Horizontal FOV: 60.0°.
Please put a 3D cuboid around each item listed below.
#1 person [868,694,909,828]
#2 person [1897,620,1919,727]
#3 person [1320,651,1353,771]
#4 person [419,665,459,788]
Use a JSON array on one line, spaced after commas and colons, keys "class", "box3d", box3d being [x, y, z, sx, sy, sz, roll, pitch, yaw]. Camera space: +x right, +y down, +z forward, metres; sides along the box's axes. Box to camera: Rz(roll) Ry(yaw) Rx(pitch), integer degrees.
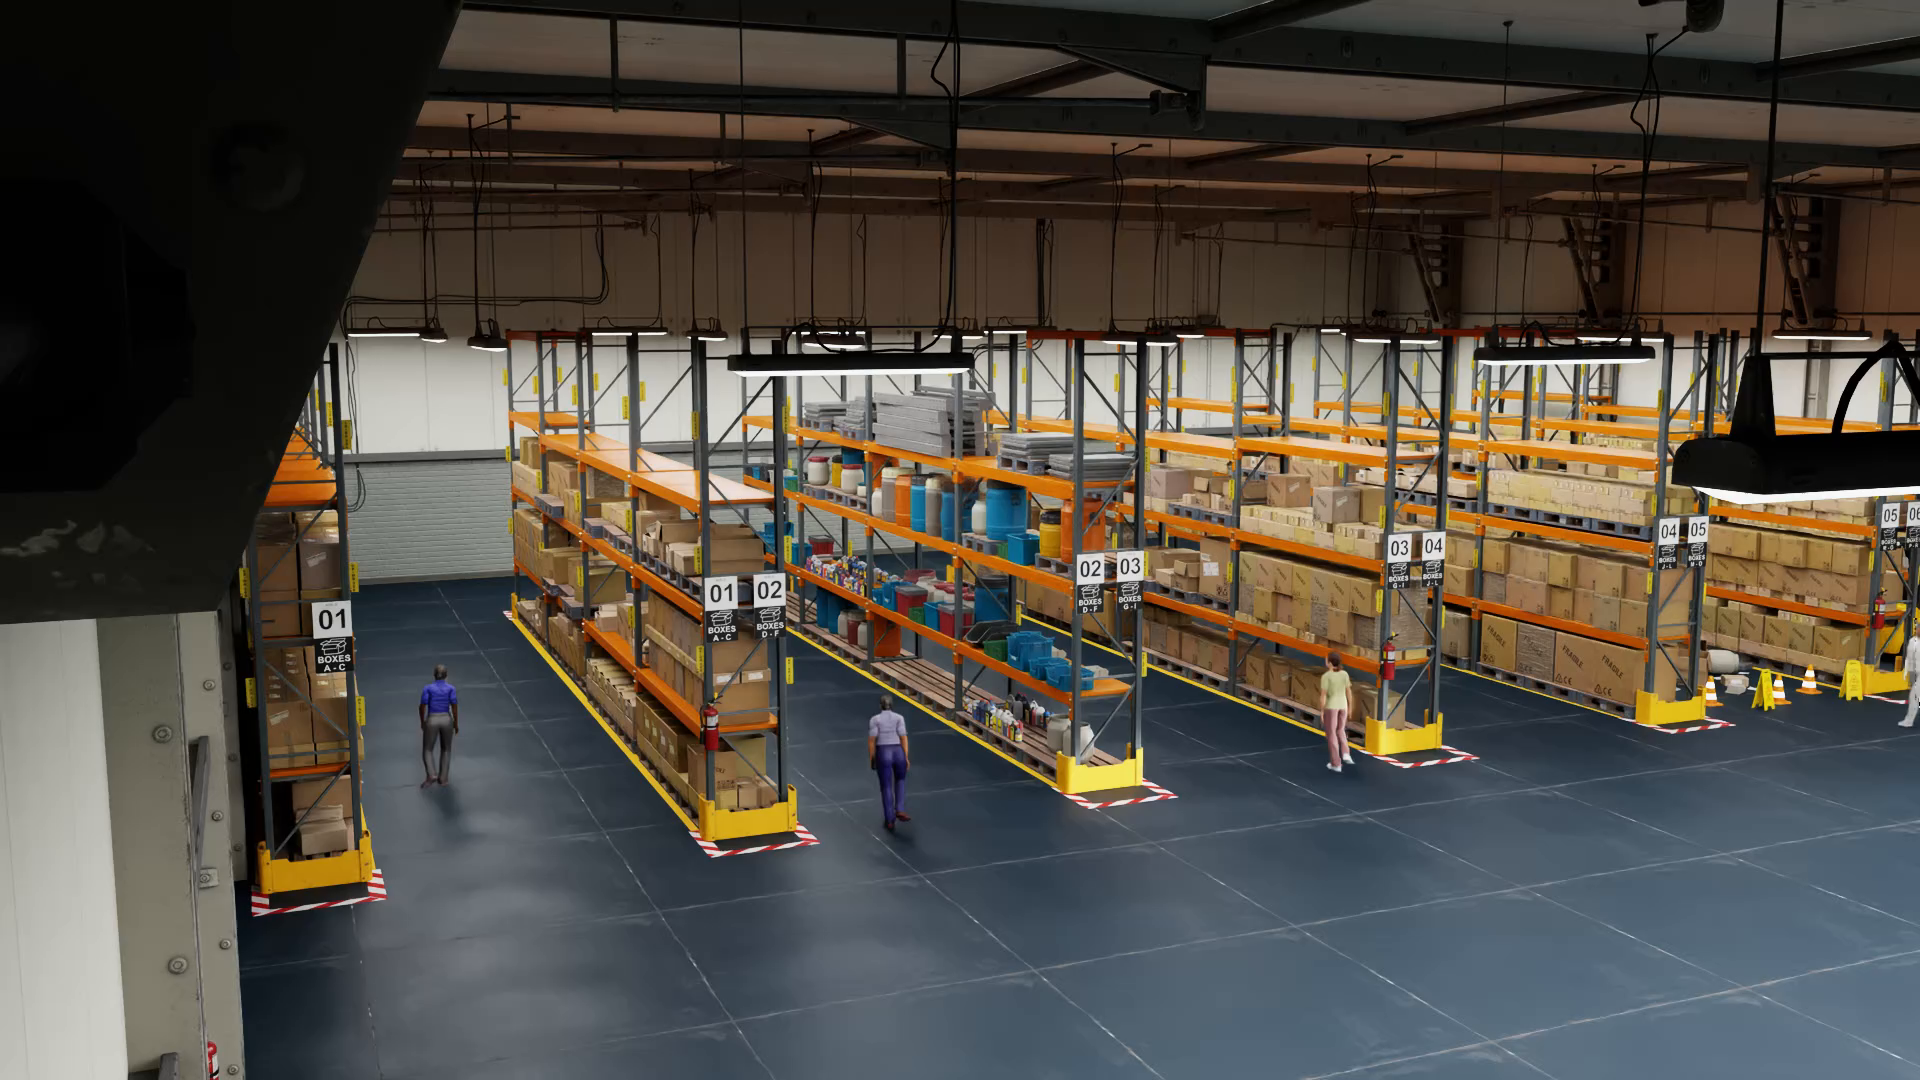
[{"class": "person", "box3d": [-0.874, 2.740, 20.613, 0.516, 1.645, 0.523, -2, 8, -11]}, {"class": "person", "box3d": [14.824, 2.032, 25.618, 0.970, 1.637, 0.486, -3, 8, -22]}, {"class": "person", "box3d": [5.217, 2.374, 23.070, 0.495, 1.661, 0.471, -2, 8, -14]}, {"class": "person", "box3d": [-6.976, 2.512, 22.243, 0.533, 1.633, 0.644, -3, 8, -20]}]
